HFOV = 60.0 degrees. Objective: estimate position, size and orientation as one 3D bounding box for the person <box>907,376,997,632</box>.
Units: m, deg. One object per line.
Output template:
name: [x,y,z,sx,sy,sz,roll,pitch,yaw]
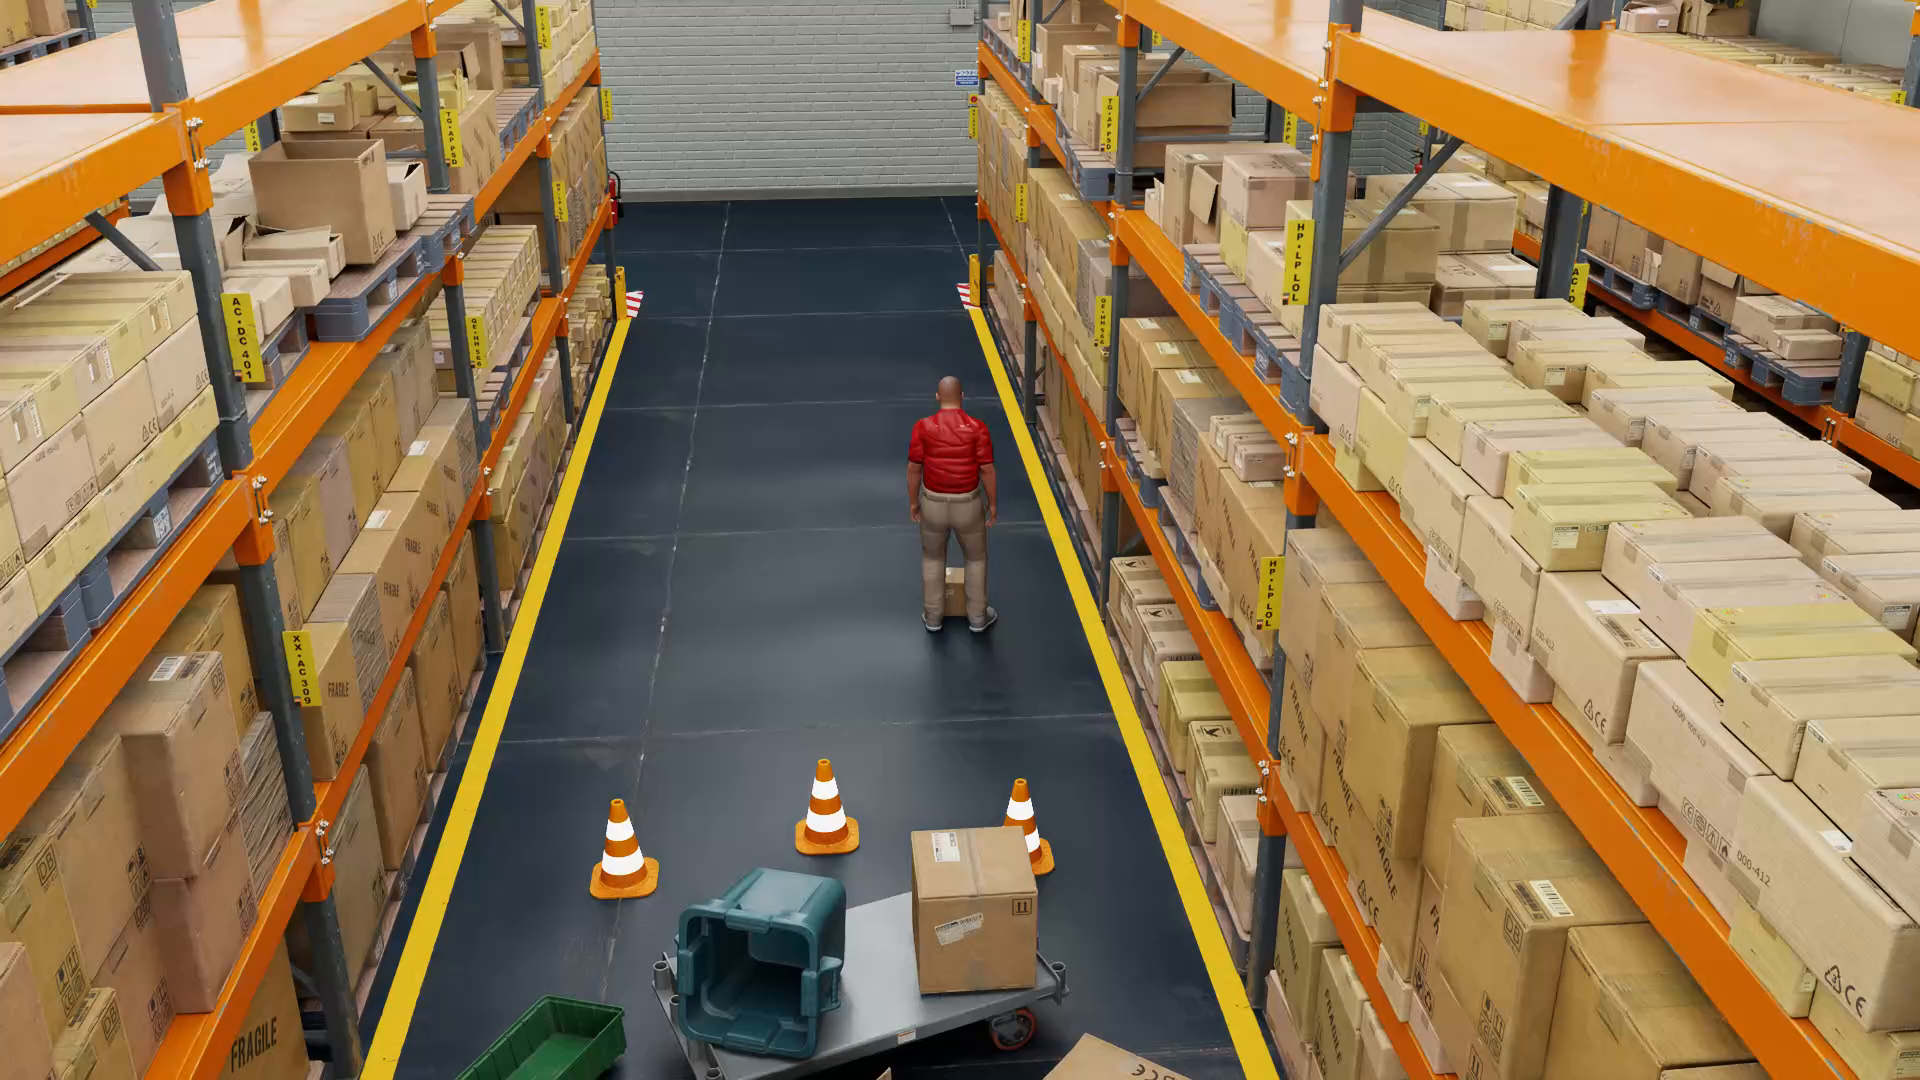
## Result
person: [-0.048,-0.222,10.852,0.584,1.726,0.395,2,24,5]
